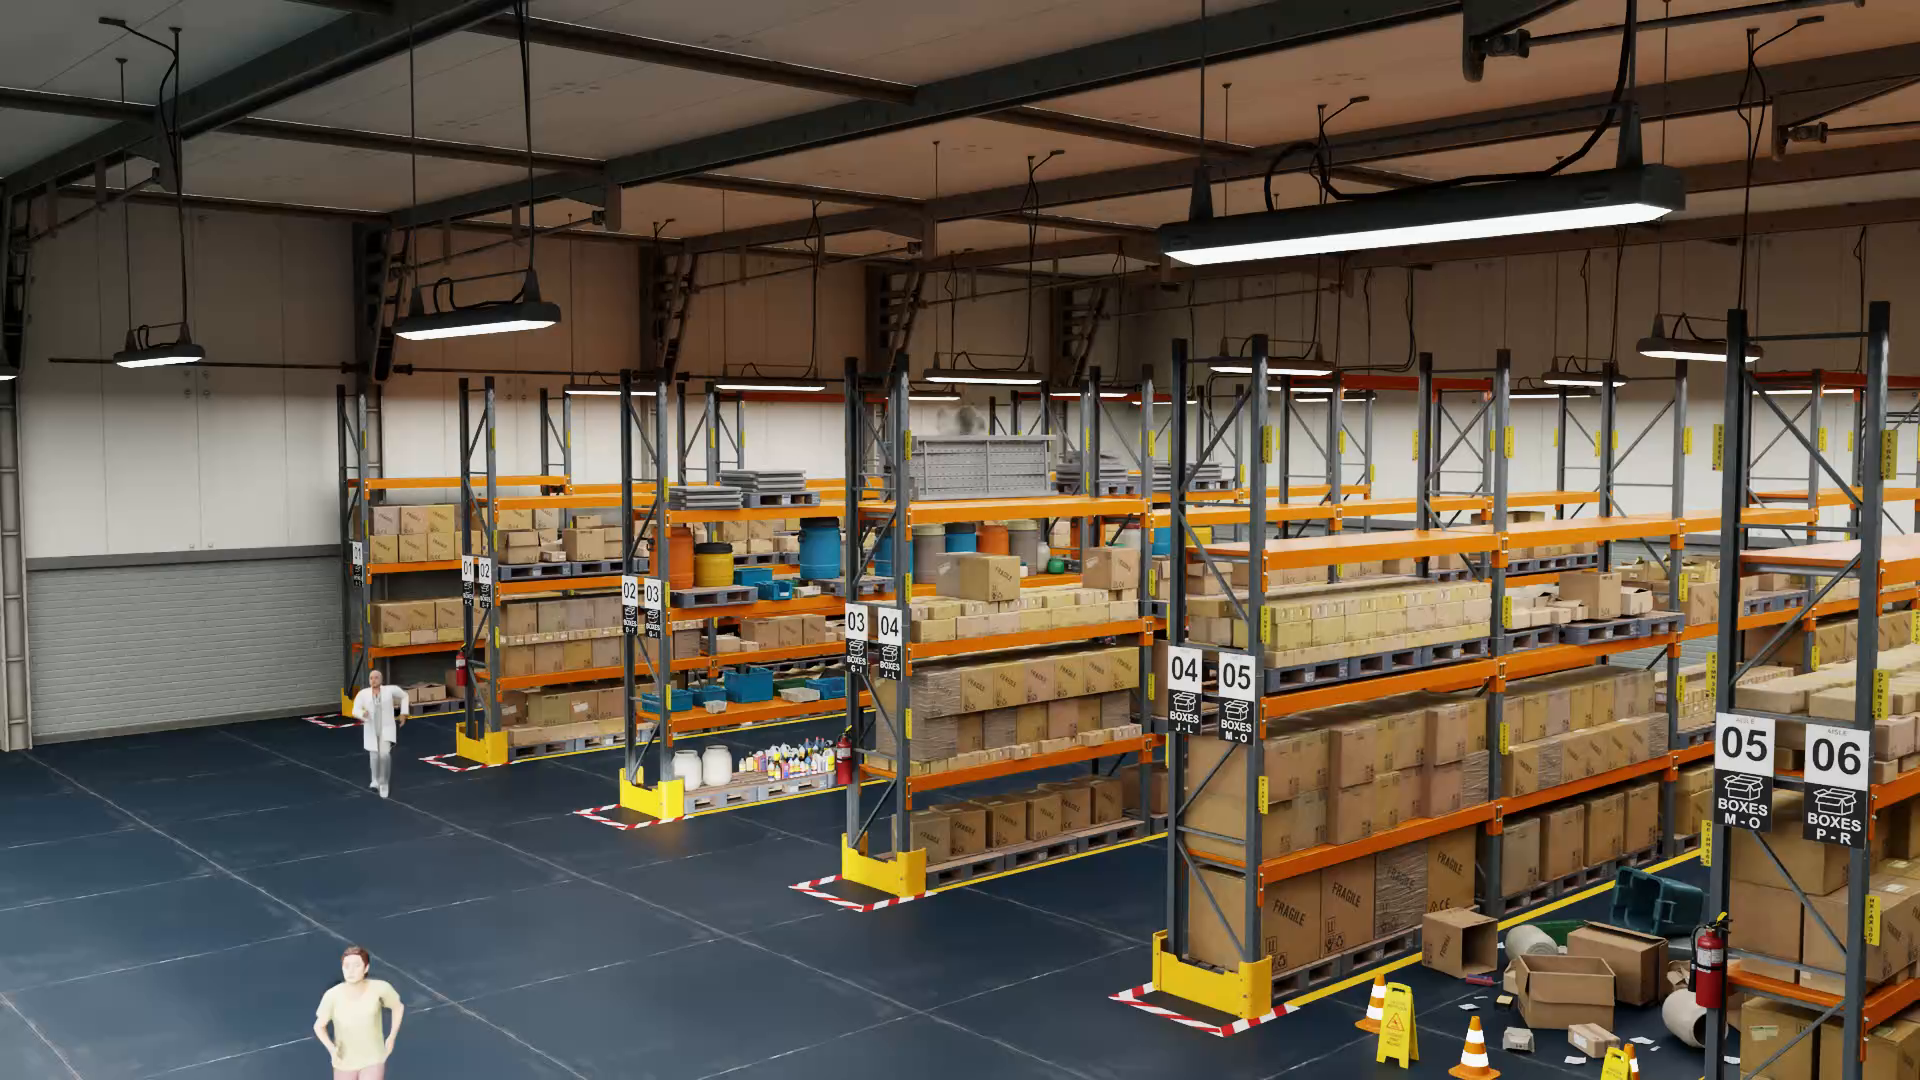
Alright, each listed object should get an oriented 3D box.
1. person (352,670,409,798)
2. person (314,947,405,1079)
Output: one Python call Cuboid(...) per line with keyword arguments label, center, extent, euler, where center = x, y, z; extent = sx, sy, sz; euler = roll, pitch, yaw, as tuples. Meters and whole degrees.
Cuboid(label="person", center=(-8.208, 2.734, 23.578), extent=(0.727, 1.806, 0.959), euler=(-1, 4, -9))
Cuboid(label="person", center=(-4.129, 3.600, 11.453), extent=(0.587, 1.662, 0.820), euler=(-1, 4, -16))
